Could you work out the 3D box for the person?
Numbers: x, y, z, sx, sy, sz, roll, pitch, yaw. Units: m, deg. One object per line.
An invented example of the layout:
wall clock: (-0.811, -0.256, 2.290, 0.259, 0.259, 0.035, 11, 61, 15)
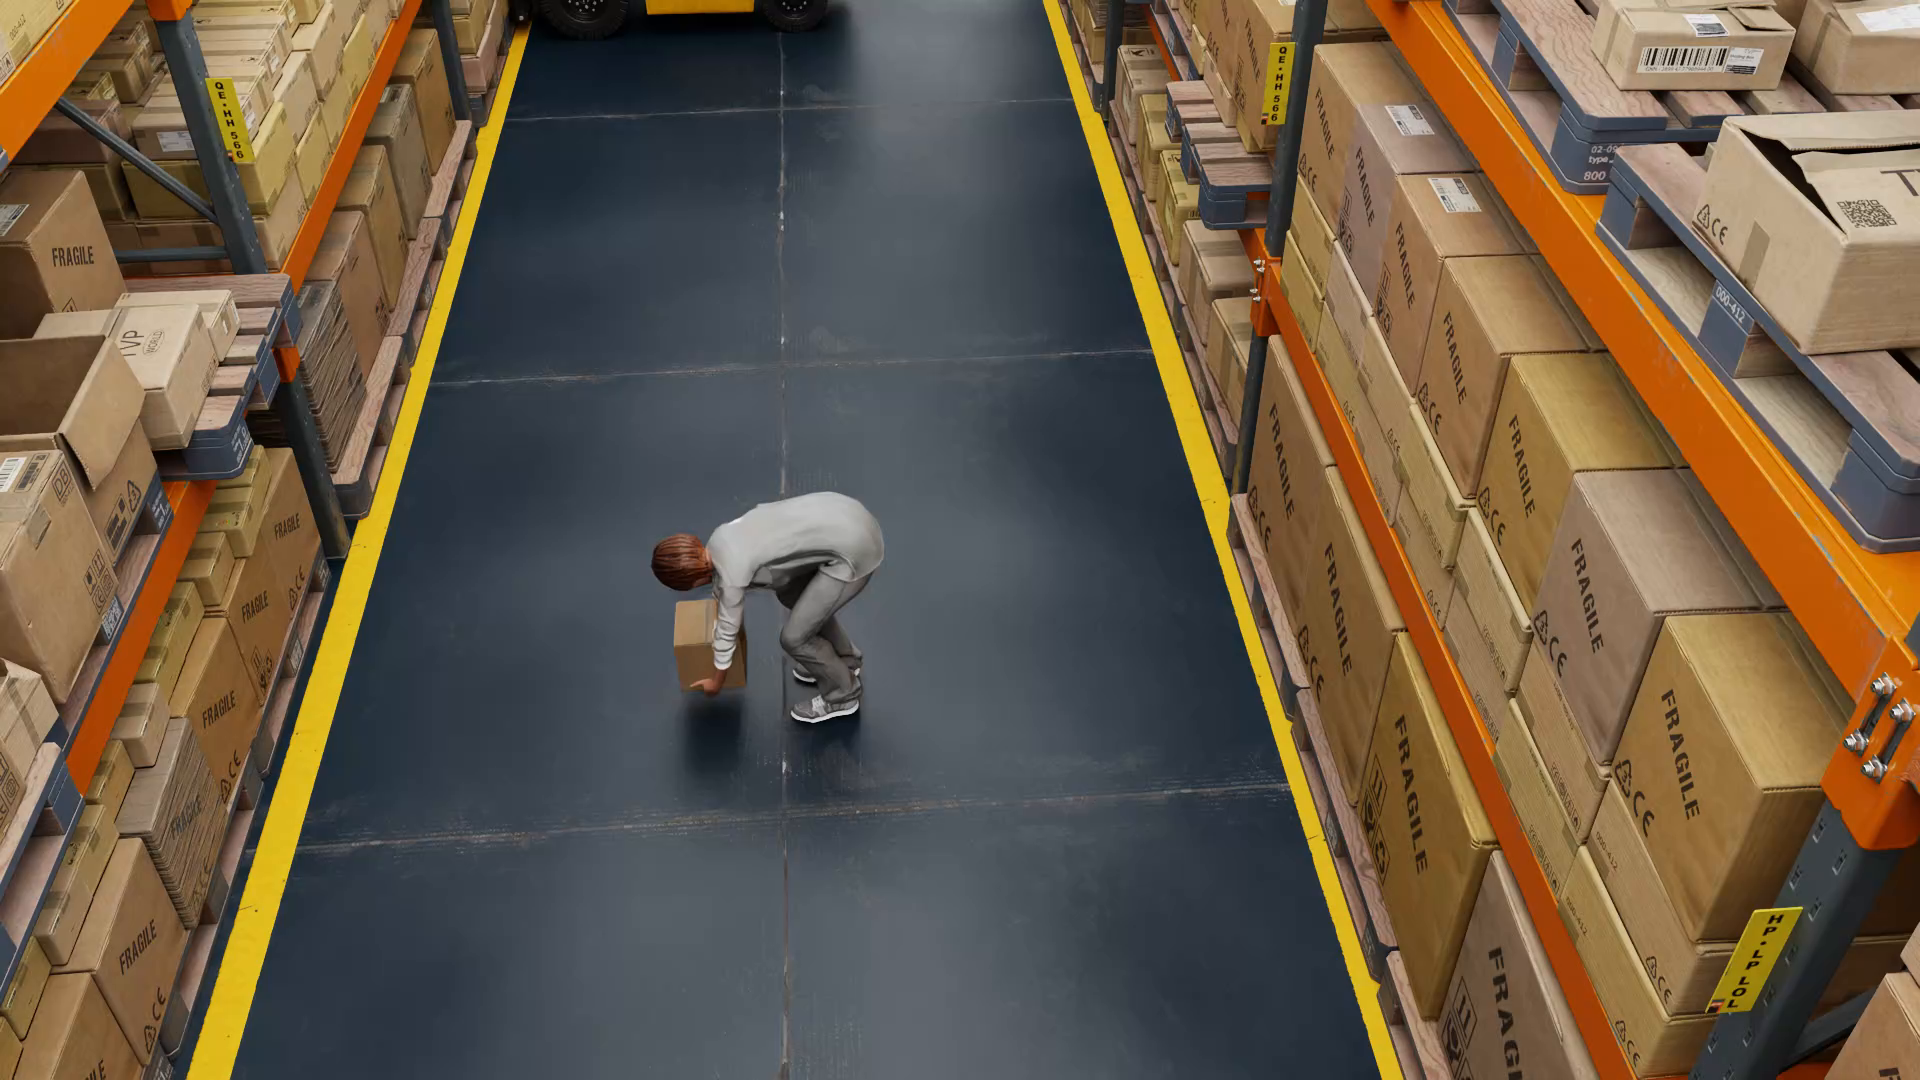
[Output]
person: (-0.711, 0.262, 6.348, 0.868, 0.959, 0.408, -5, 40, -6)
